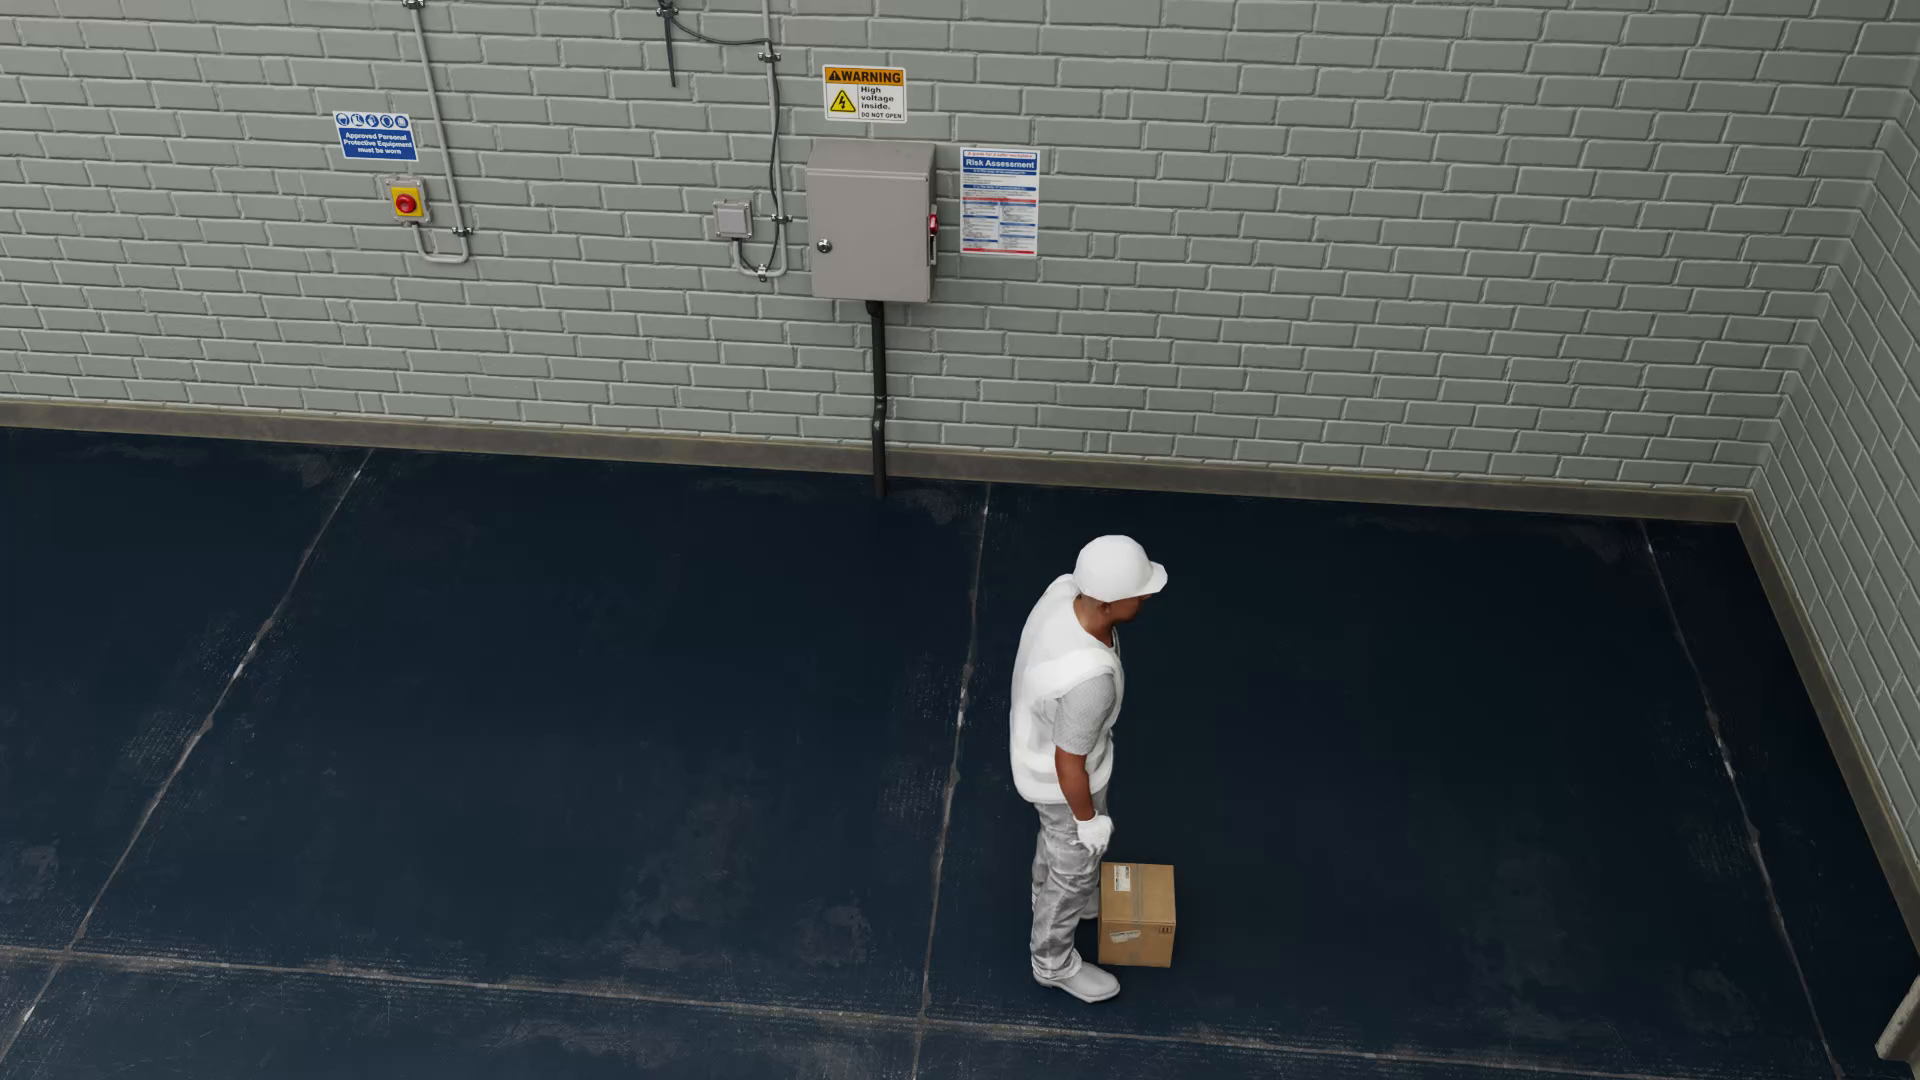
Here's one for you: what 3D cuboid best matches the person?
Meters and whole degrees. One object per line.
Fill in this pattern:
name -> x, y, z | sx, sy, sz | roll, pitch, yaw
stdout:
person -> 0.380, 0.701, 5.302 | 0.445, 1.775, 0.629 | 1, 40, 1
